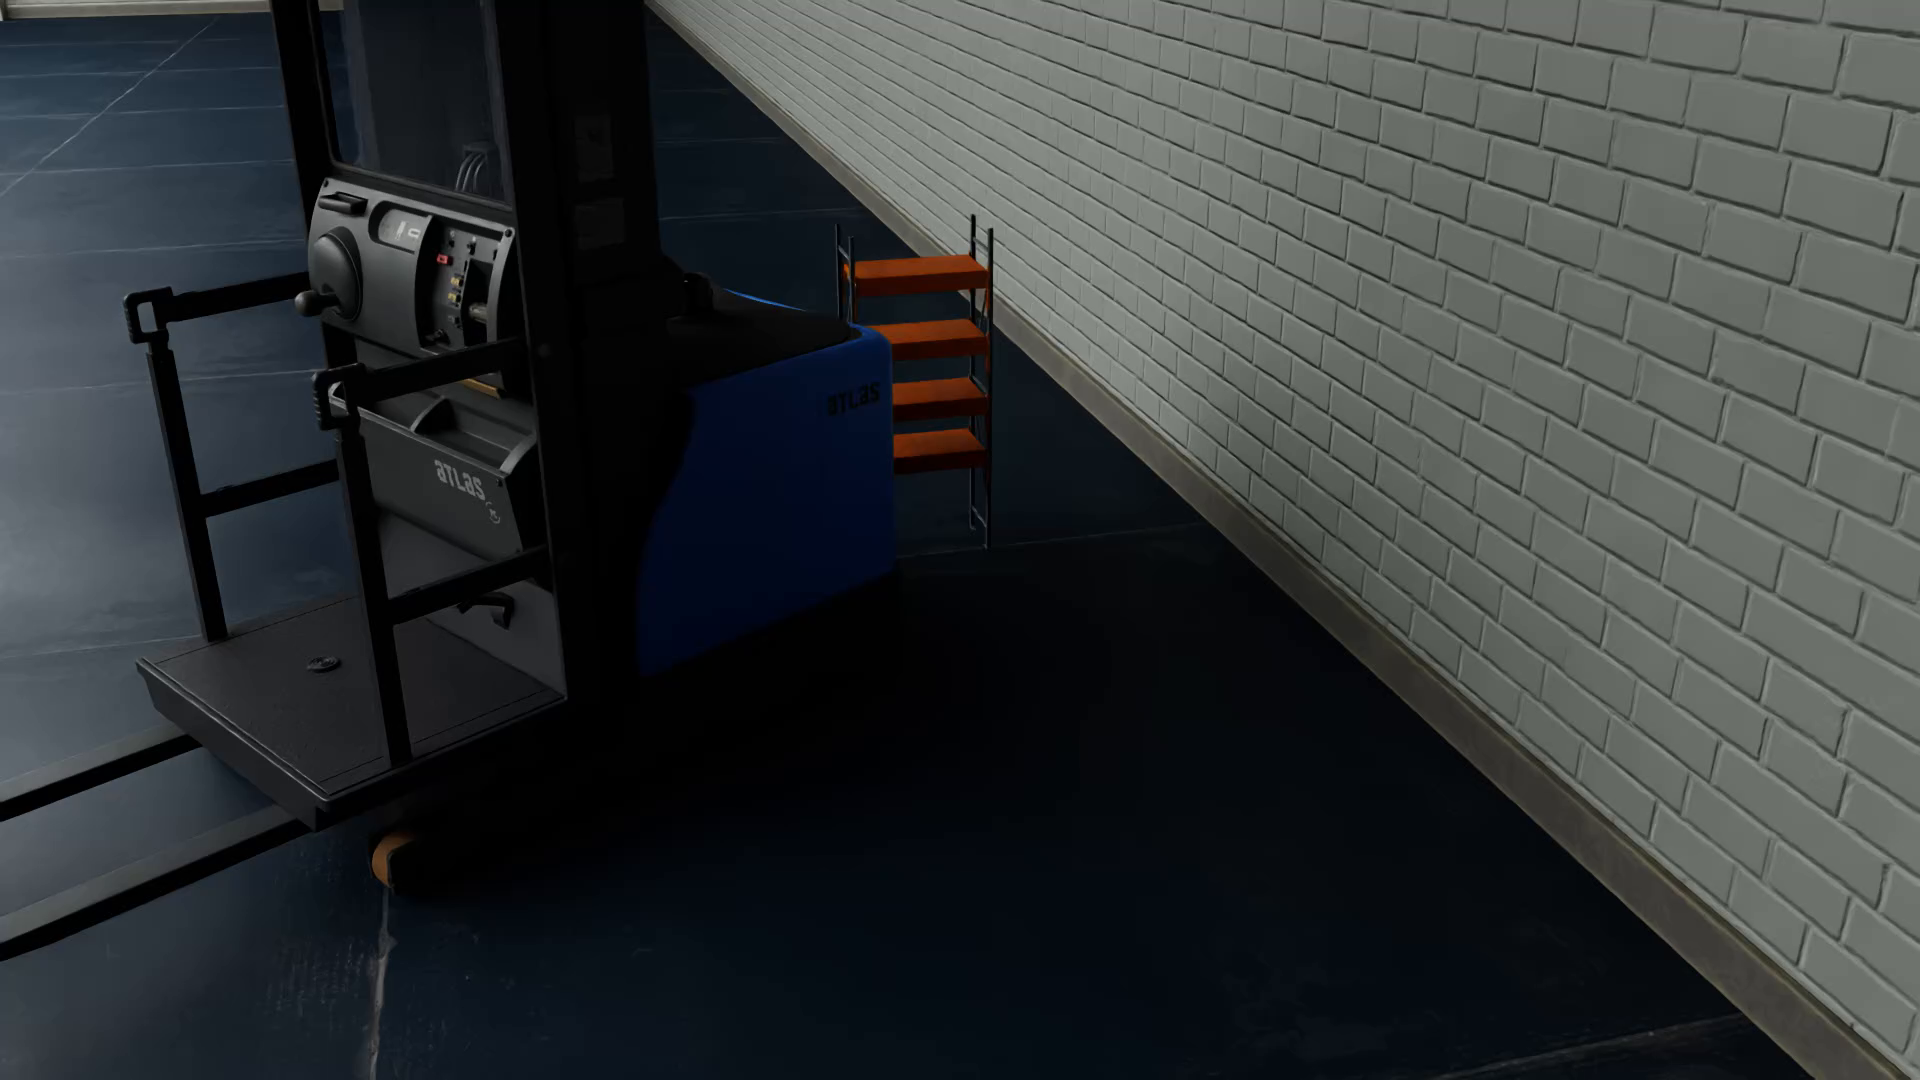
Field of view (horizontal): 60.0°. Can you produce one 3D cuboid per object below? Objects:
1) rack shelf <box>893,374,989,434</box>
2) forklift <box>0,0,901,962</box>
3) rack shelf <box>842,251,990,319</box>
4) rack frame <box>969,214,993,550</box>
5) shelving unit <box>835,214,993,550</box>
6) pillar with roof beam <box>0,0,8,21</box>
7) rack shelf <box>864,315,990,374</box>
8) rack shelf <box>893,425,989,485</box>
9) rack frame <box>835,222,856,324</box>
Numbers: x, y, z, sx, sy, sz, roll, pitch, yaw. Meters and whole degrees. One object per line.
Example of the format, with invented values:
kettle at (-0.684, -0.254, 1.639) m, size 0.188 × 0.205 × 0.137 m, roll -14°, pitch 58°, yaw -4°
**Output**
rack shelf at (-0.159, -0.472, 5.999) m, size 0.480 × 0.148 × 0.258 m, roll -6°, pitch 24°, yaw -14°
forklift at (-1.560, -0.684, 4.128) m, size 1.130 × 2.935 × 3.031 m, roll 20°, pitch 30°, yaw 39°
rack shelf at (-0.159, -0.895, 5.817) m, size 0.480 × 0.148 × 0.258 m, roll -6°, pitch 24°, yaw -14°
rack frame at (0.076, -0.560, 6.033) m, size 0.015 × 1.200 × 0.240 m, roll -6°, pitch 24°, yaw -14°
shelving unit at (-0.159, -0.534, 5.972) m, size 0.503 × 1.200 × 0.258 m, roll -6°, pitch 24°, yaw -14°
pillar with roof beam at (-12.273, -9.707, 17.460) m, size 0.400 × 9.000 × 9.100 m, roll -6°, pitch 24°, yaw -14°
rack shelf at (-0.159, -0.677, 5.911) m, size 0.480 × 0.148 × 0.258 m, roll -6°, pitch 24°, yaw -14°
rack shelf at (-0.159, -0.289, 6.077) m, size 0.480 × 0.148 × 0.258 m, roll -6°, pitch 24°, yaw -14°
rack frame at (-0.394, -0.508, 5.912) m, size 0.015 × 1.200 × 0.240 m, roll -6°, pitch 24°, yaw -14°
